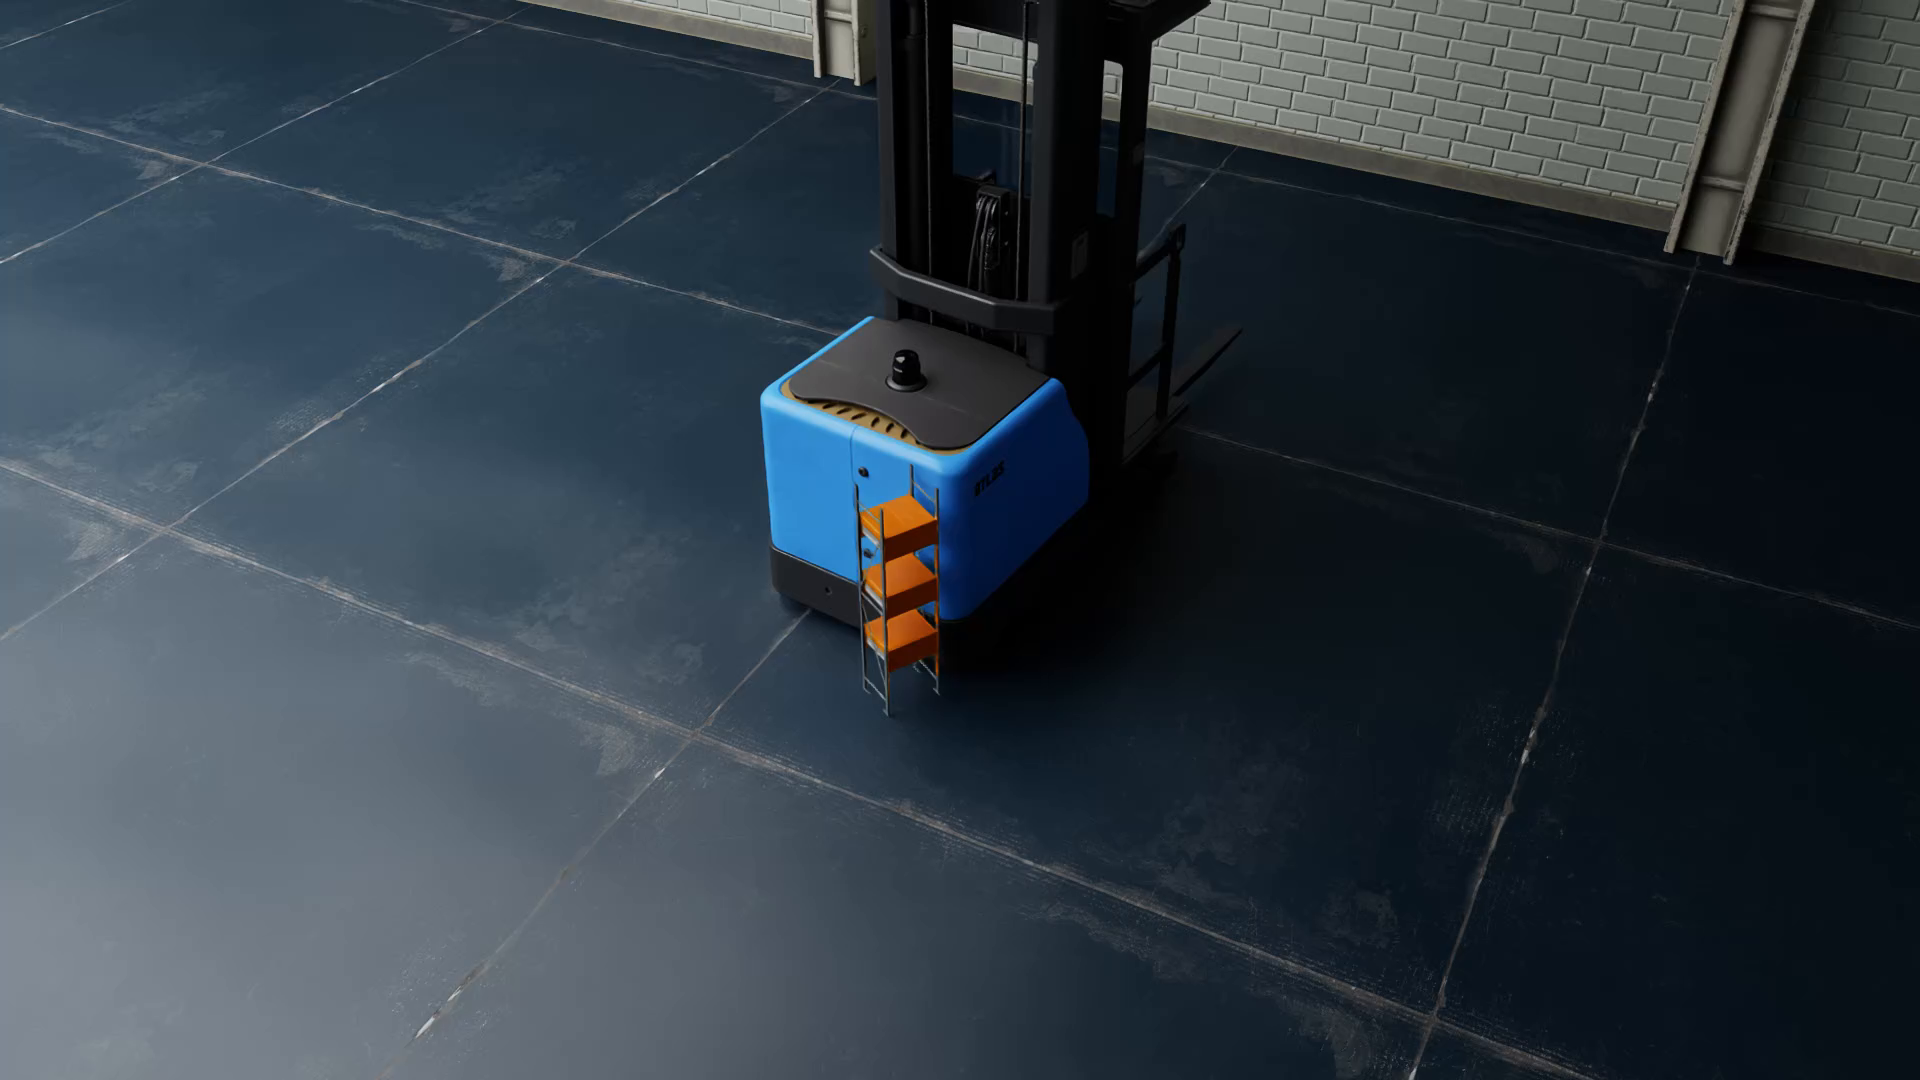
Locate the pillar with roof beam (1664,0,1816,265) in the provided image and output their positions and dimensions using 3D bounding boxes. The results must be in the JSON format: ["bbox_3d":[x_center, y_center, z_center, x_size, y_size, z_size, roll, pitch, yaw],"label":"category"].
[{"bbox_3d":[2.519,-3.046,4.321,0.400,9.000,9.100,17,41,21],"label":"pillar with roof beam"}]

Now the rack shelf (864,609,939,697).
[{"bbox_3d":[-0.242,0.443,6.774,0.240,0.259,0.215,-21,42,-26],"label":"rack shelf"}]

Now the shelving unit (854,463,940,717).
[{"bbox_3d":[-0.242,0.214,6.599,0.252,1.050,0.215,-21,42,-26],"label":"shelving unit"}]

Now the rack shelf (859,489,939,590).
[{"bbox_3d":[-0.241,-0.003,6.433,0.240,0.259,0.215,-21,42,-26],"label":"rack shelf"}]

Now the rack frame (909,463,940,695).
[{"bbox_3d":[-0.139,0.174,6.652,0.008,1.050,0.200,-21,42,-26],"label":"rack frame"}]

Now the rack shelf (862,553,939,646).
[{"bbox_3d":[-0.242,0.223,6.605,0.240,0.259,0.215,-21,42,-26],"label":"rack shelf"}]

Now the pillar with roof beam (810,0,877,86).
[{"bbox_3d":[-2.809,-4.715,6.518,0.400,9.000,9.100,17,41,21],"label":"pillar with roof beam"}]

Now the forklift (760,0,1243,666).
[{"bbox_3d":[0.401,-1.495,7.295,1.130,2.935,3.031,22,42,26],"label":"forklift"}]

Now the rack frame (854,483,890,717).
[{"bbox_3d":[-0.344,0.254,6.546,0.008,1.050,0.200,-21,42,-26],"label":"rack frame"}]
